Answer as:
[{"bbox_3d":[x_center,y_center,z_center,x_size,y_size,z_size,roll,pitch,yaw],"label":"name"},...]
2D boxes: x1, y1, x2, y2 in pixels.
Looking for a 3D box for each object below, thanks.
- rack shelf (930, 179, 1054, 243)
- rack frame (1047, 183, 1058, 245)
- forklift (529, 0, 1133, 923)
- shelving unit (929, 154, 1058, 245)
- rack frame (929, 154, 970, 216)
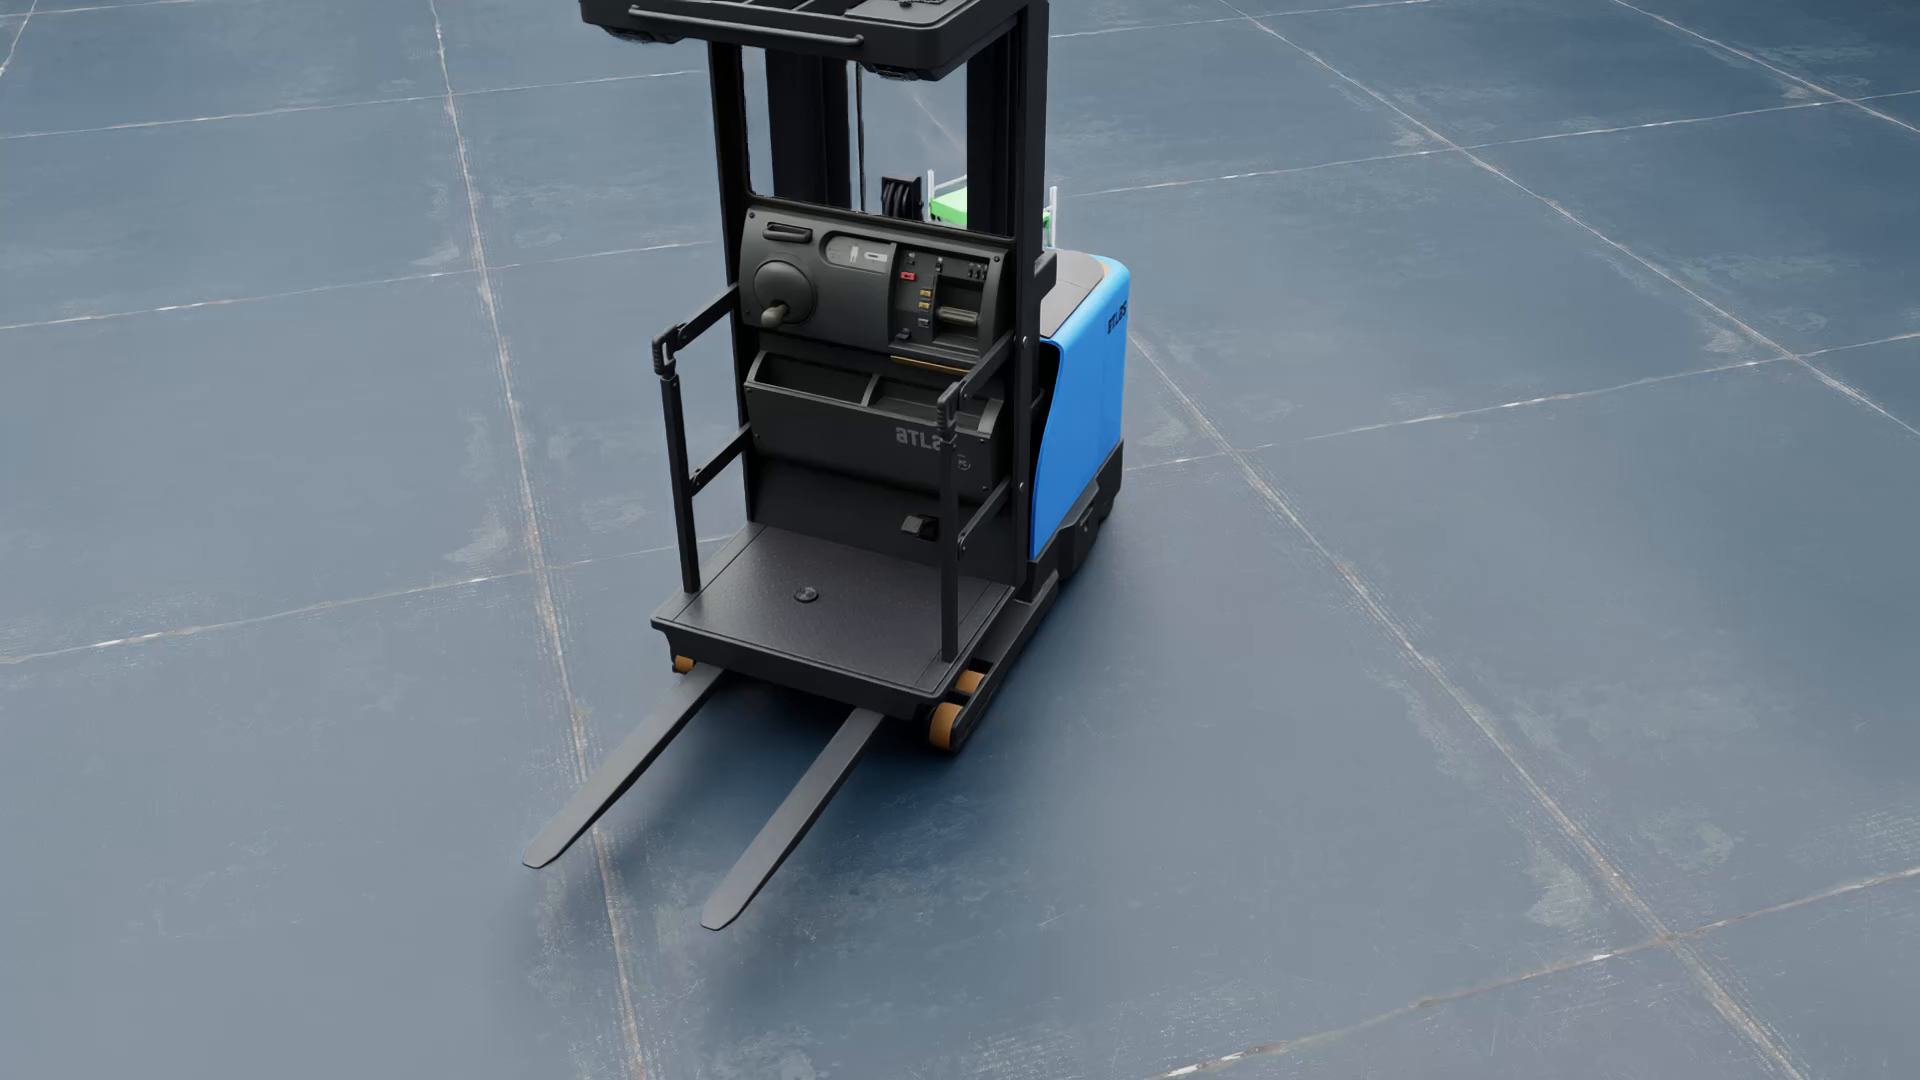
[{"bbox_3d":[0.134,-1.341,6.936,0.480,0.148,0.258,27,42,35],"label":"rack shelf"},{"bbox_3d":[0.312,-0.901,7.026,0.015,1.200,0.240,27,42,35],"label":"rack frame"},{"bbox_3d":[-0.368,-0.792,5.290,1.130,2.935,3.031,14,36,20],"label":"forklift"},{"bbox_3d":[0.134,-0.993,7.165,0.503,1.200,0.258,27,42,35],"label":"shelving unit"},{"bbox_3d":[-0.044,-1.086,7.305,0.015,1.200,0.240,27,42,35],"label":"rack frame"}]
